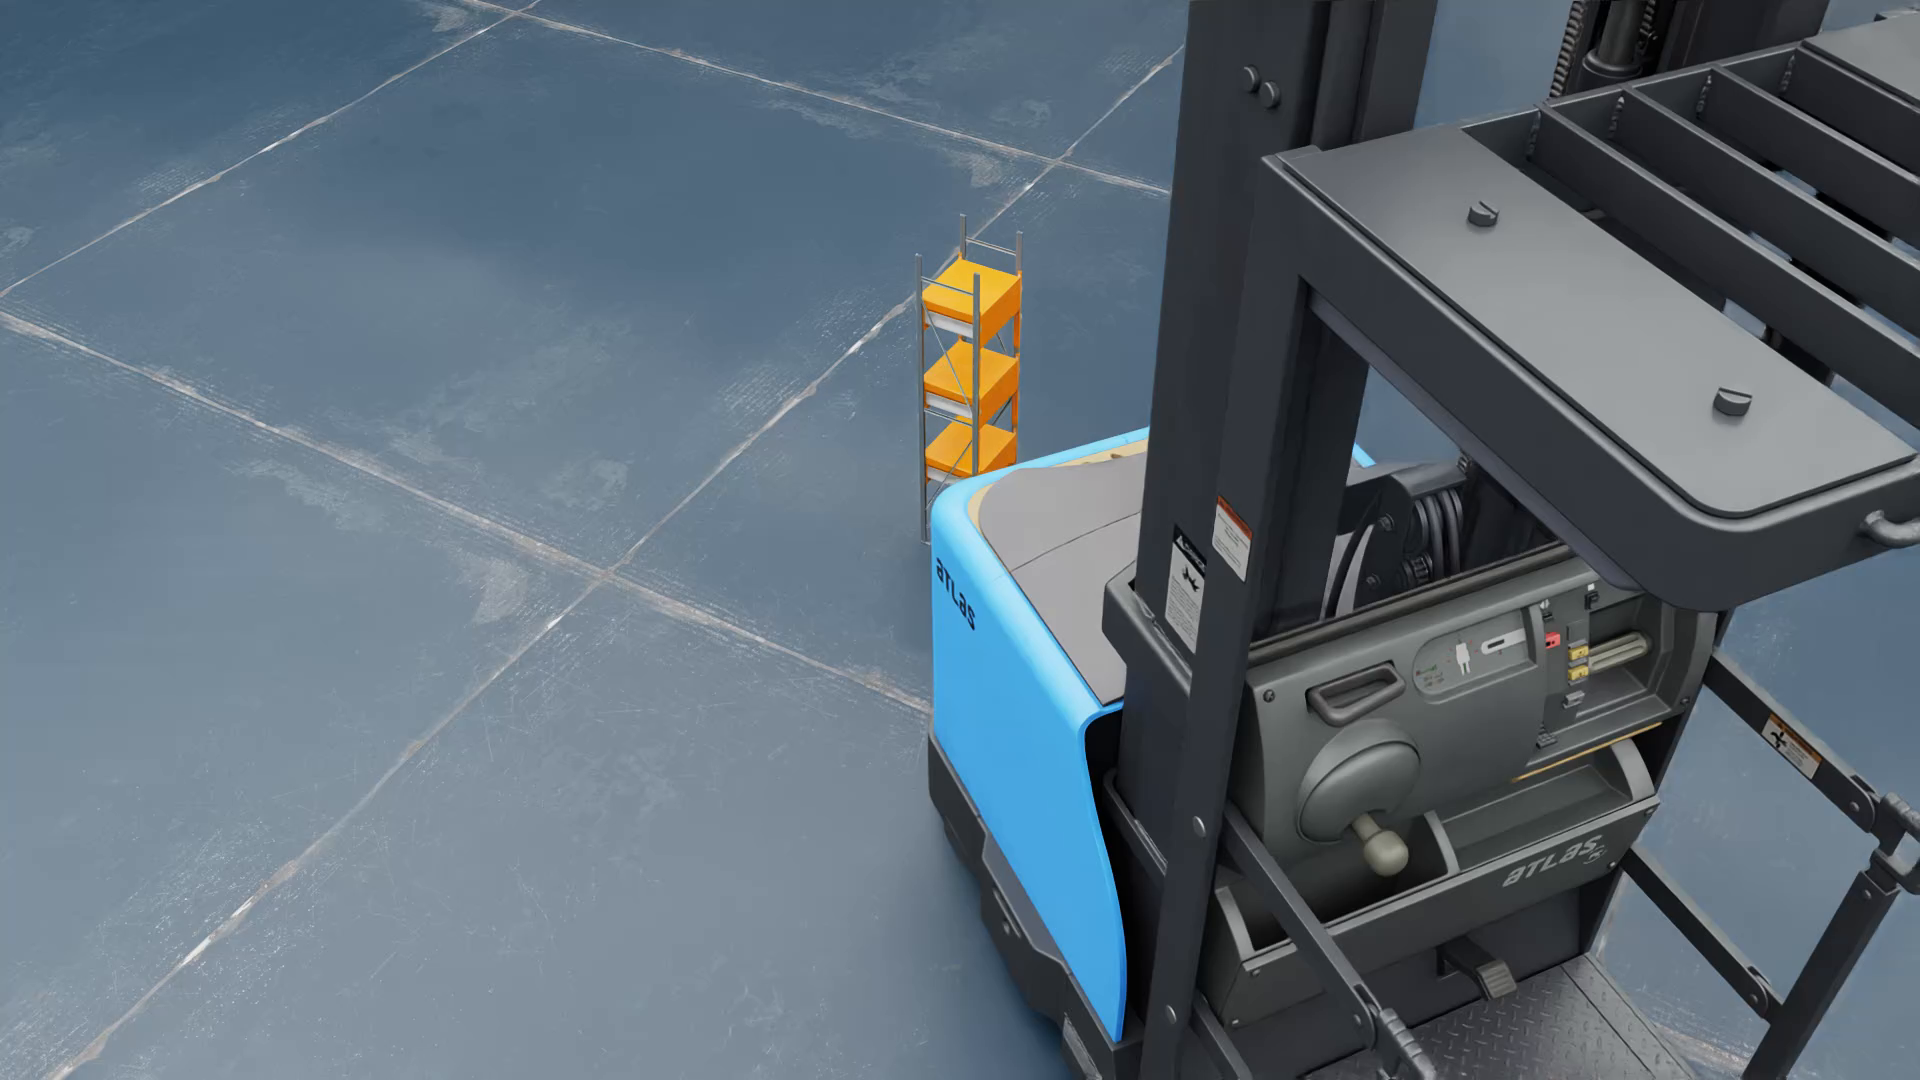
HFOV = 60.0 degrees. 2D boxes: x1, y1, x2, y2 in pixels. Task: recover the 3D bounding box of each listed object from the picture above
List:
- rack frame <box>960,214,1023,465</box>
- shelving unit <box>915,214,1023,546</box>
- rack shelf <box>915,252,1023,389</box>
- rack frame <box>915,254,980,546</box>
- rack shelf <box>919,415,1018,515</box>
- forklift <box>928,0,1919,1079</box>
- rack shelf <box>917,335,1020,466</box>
[{"bbox_3d":[0.088,-0.494,5.017,0.200,1.050,0.008,21,45,22],"label":"rack frame"},{"bbox_3d":[0.027,-0.425,4.938,0.215,1.050,0.252,21,45,22],"label":"shelving unit"},{"bbox_3d":[0.027,-0.630,4.757,0.215,0.259,0.240,21,45,22],"label":"rack shelf"},{"bbox_3d":[-0.034,-0.355,4.859,0.200,1.050,0.008,21,45,22],"label":"rack frame"},{"bbox_3d":[0.027,-0.208,5.128,0.215,0.259,0.240,21,45,22],"label":"rack shelf"},{"bbox_3d":[0.983,0.345,2.640,1.130,2.935,3.031,-17,44,-18],"label":"forklift"},{"bbox_3d":[0.027,-0.417,4.945,0.215,0.259,0.240,21,45,22],"label":"rack shelf"}]
